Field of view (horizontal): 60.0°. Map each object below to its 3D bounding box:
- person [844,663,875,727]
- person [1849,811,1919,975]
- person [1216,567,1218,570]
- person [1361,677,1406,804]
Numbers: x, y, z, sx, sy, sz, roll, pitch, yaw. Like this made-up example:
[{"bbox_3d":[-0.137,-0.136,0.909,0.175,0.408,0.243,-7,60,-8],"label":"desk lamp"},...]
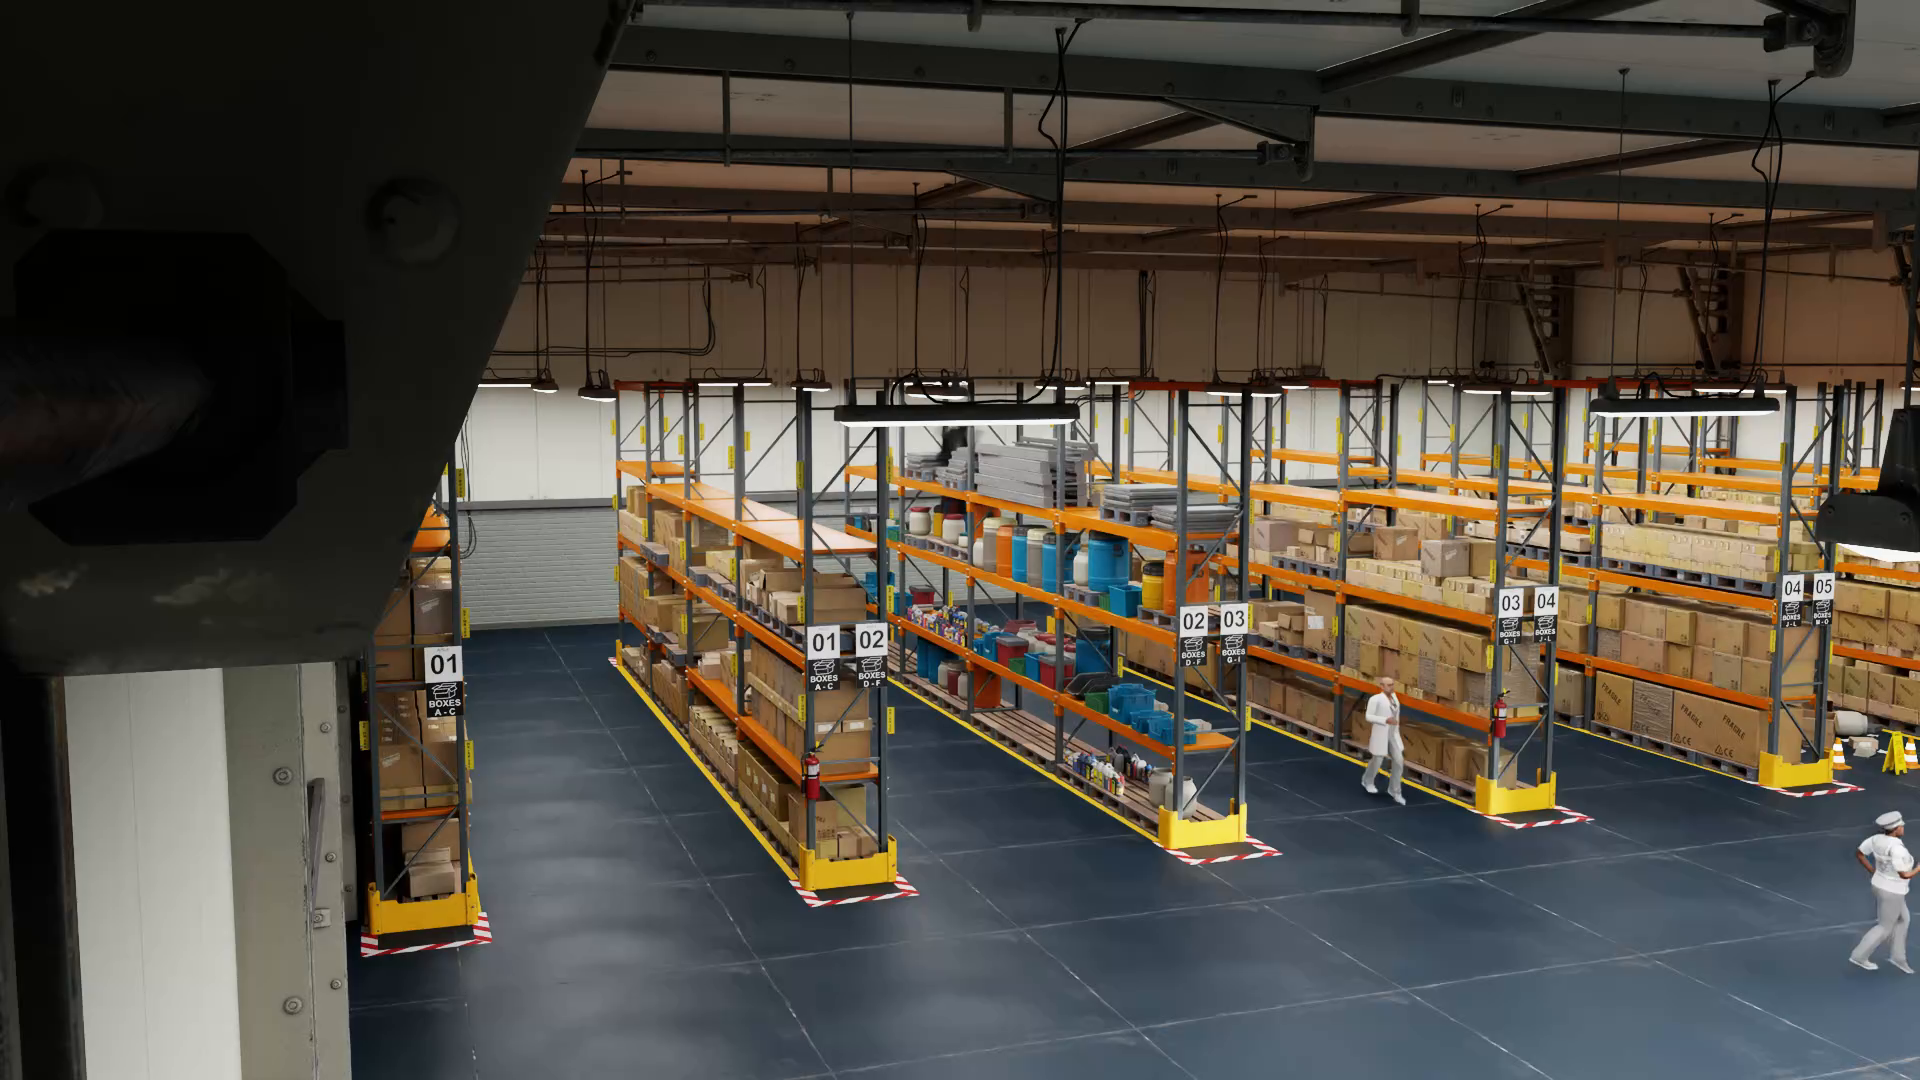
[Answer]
[{"bbox_3d":[-1.783,2.381,29.216,0.612,1.702,0.919,-4,7,-31],"label":"person"},{"bbox_3d":[9.612,3.668,17.223,0.728,1.754,0.560,1,6,7],"label":"person"},{"bbox_3d":[6.398,1.236,40.904,0.640,1.611,0.554,-6,8,-44],"label":"person"},{"bbox_3d":[6.151,2.898,24.211,0.687,1.840,0.862,-2,6,-21],"label":"person"}]
